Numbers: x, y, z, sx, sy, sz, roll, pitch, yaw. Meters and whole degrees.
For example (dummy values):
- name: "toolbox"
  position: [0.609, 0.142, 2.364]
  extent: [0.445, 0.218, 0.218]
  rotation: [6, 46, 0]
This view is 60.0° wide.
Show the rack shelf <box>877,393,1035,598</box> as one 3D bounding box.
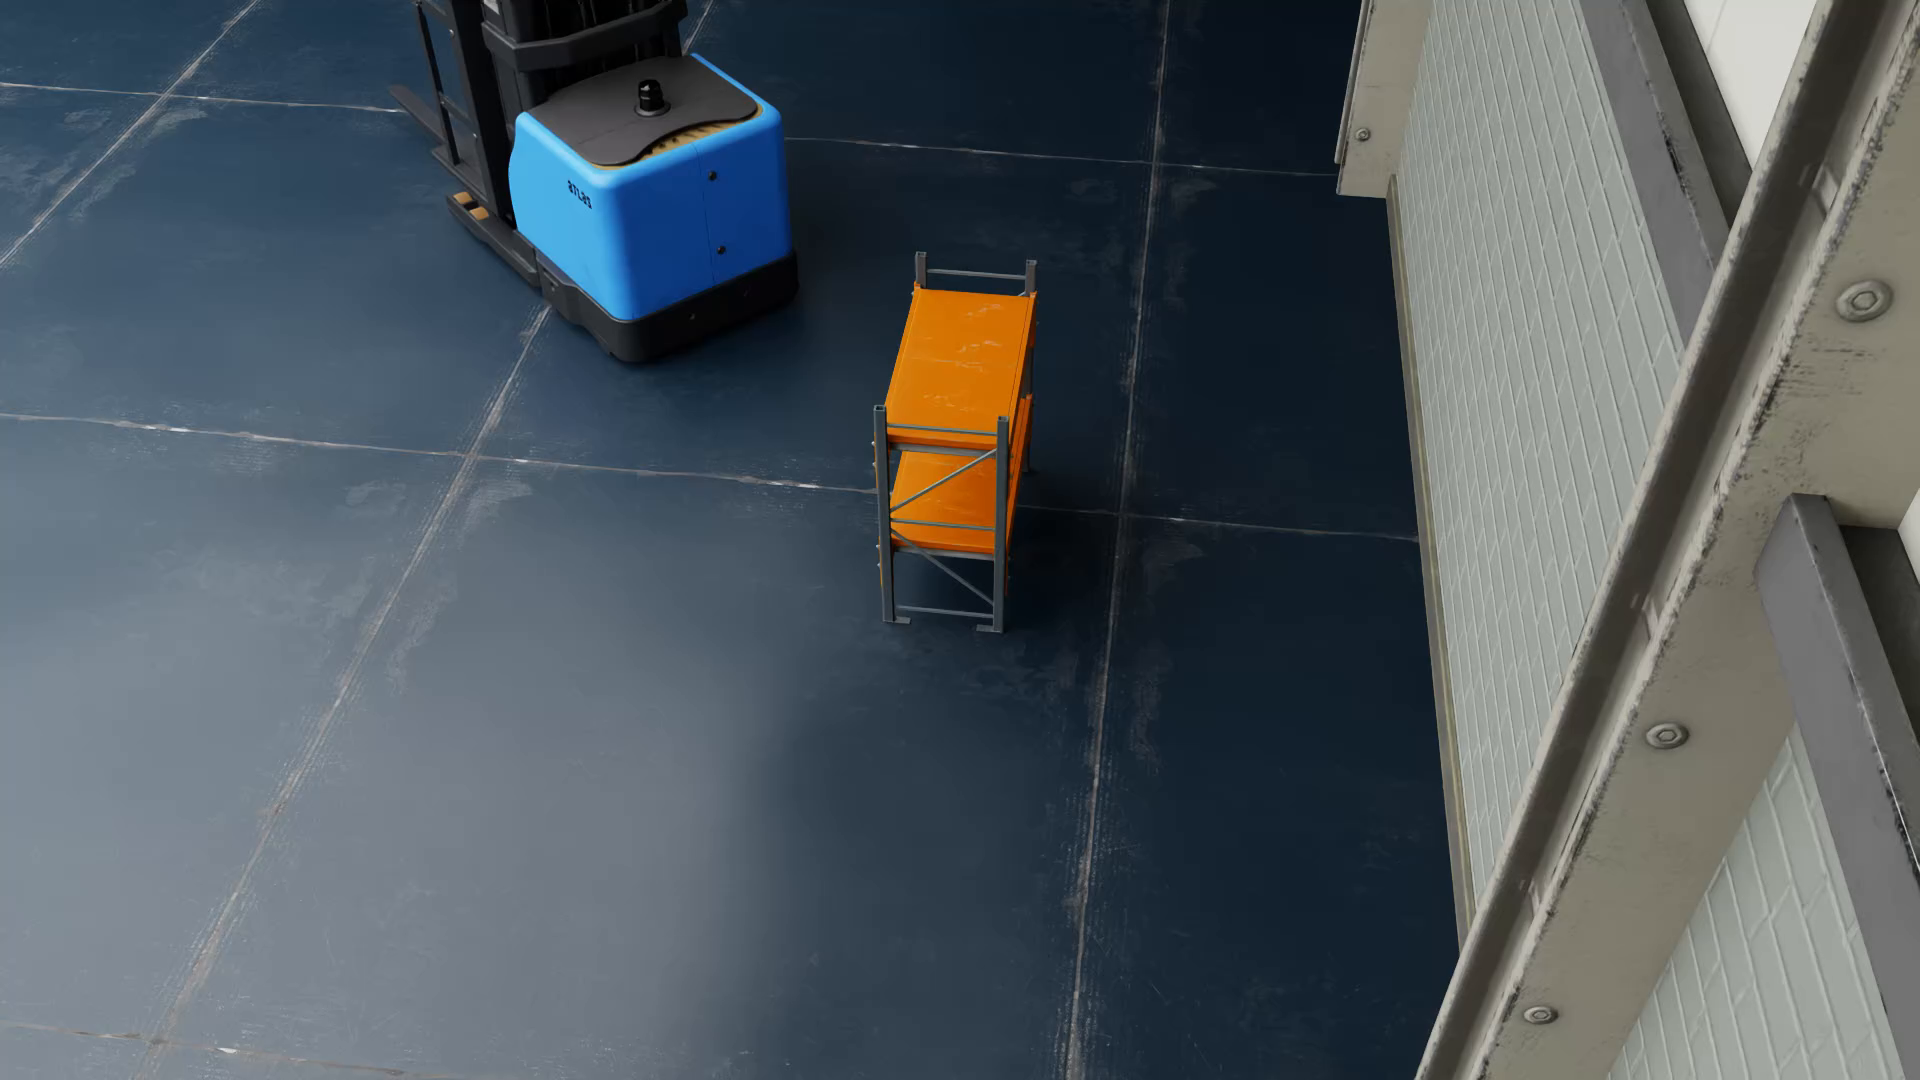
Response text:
- name: "rack shelf"
  position: [-0.001, -0.226, 7.026]
  extent: [0.538, 0.278, 1.000]
  rotation: [5, 44, 6]

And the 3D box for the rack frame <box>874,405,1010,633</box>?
- name: "rack frame"
  position: [-0.068, -0.057, 6.492]
  extent: [0.500, 1.125, 0.032]
  rotation: [5, 44, 6]

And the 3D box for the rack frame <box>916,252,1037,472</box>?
- name: "rack frame"
  position: [0.066, -0.750, 7.224]
  extent: [0.500, 1.125, 0.032]
  rotation: [5, 44, 6]

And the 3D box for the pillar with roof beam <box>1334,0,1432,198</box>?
- name: "pillar with roof beam"
  position: [-1.984, -5.709, 6.735]
  extent: [9.100, 9.000, 0.400]
  rotation: [5, 44, 6]

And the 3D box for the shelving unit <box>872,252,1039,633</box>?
- name: "shelving unit"
  position: [-0.001, -0.404, 6.858]
  extent: [0.538, 1.125, 1.048]
  rotation: [5, 44, 6]

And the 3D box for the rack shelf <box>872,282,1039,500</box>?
- name: "rack shelf"
  position: [-0.001, -0.616, 6.657]
  extent: [0.538, 0.278, 1.000]
  rotation: [5, 44, 6]

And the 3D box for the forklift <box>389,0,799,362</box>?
- name: "forklift"
  position: [-2.136, -2.881, 8.161]
  extent: [1.130, 2.935, 3.031]
  rotation: [-29, 50, -27]
